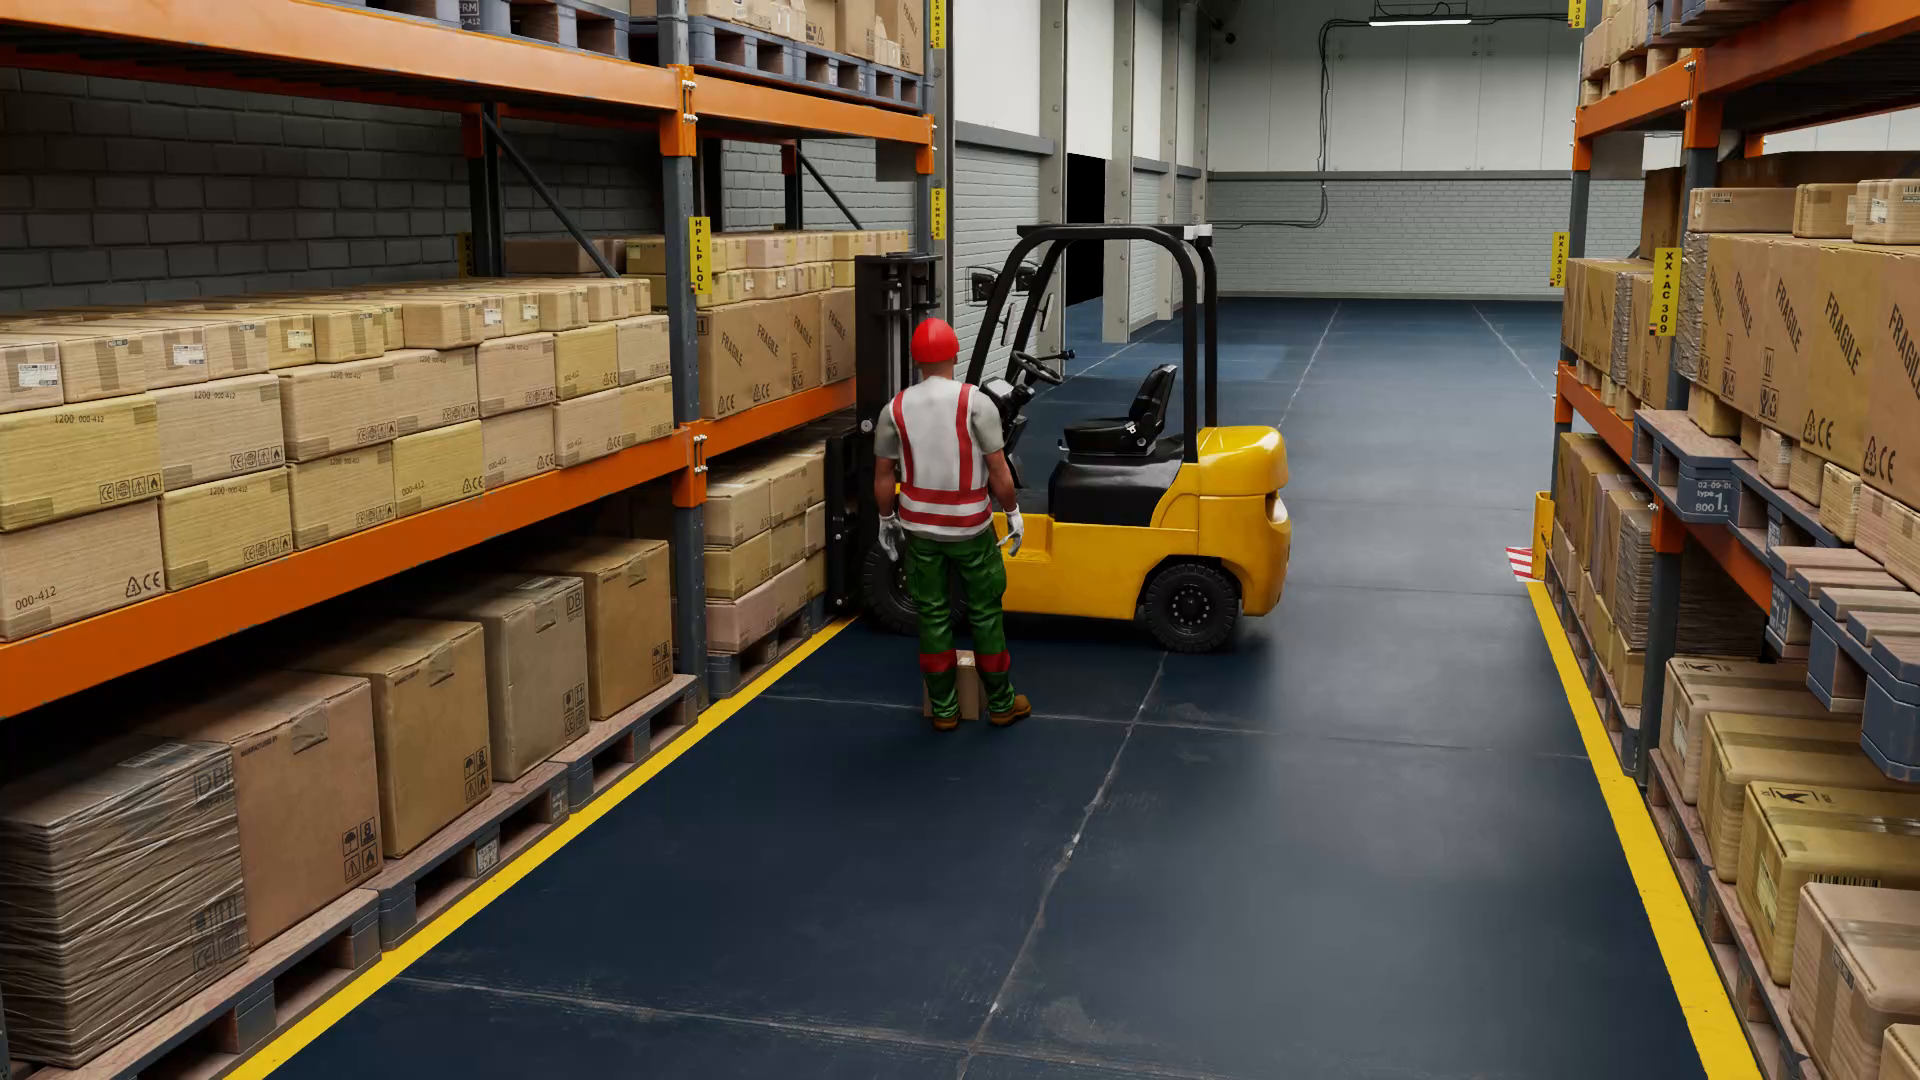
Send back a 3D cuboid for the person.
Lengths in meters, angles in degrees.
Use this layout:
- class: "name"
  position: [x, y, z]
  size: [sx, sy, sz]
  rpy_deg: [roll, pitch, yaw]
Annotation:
- class: "person"
  position: [-0.029, -0.071, 7.190]
  size: [0.638, 1.787, 0.564]
  rpy_deg: [3, 12, 14]
